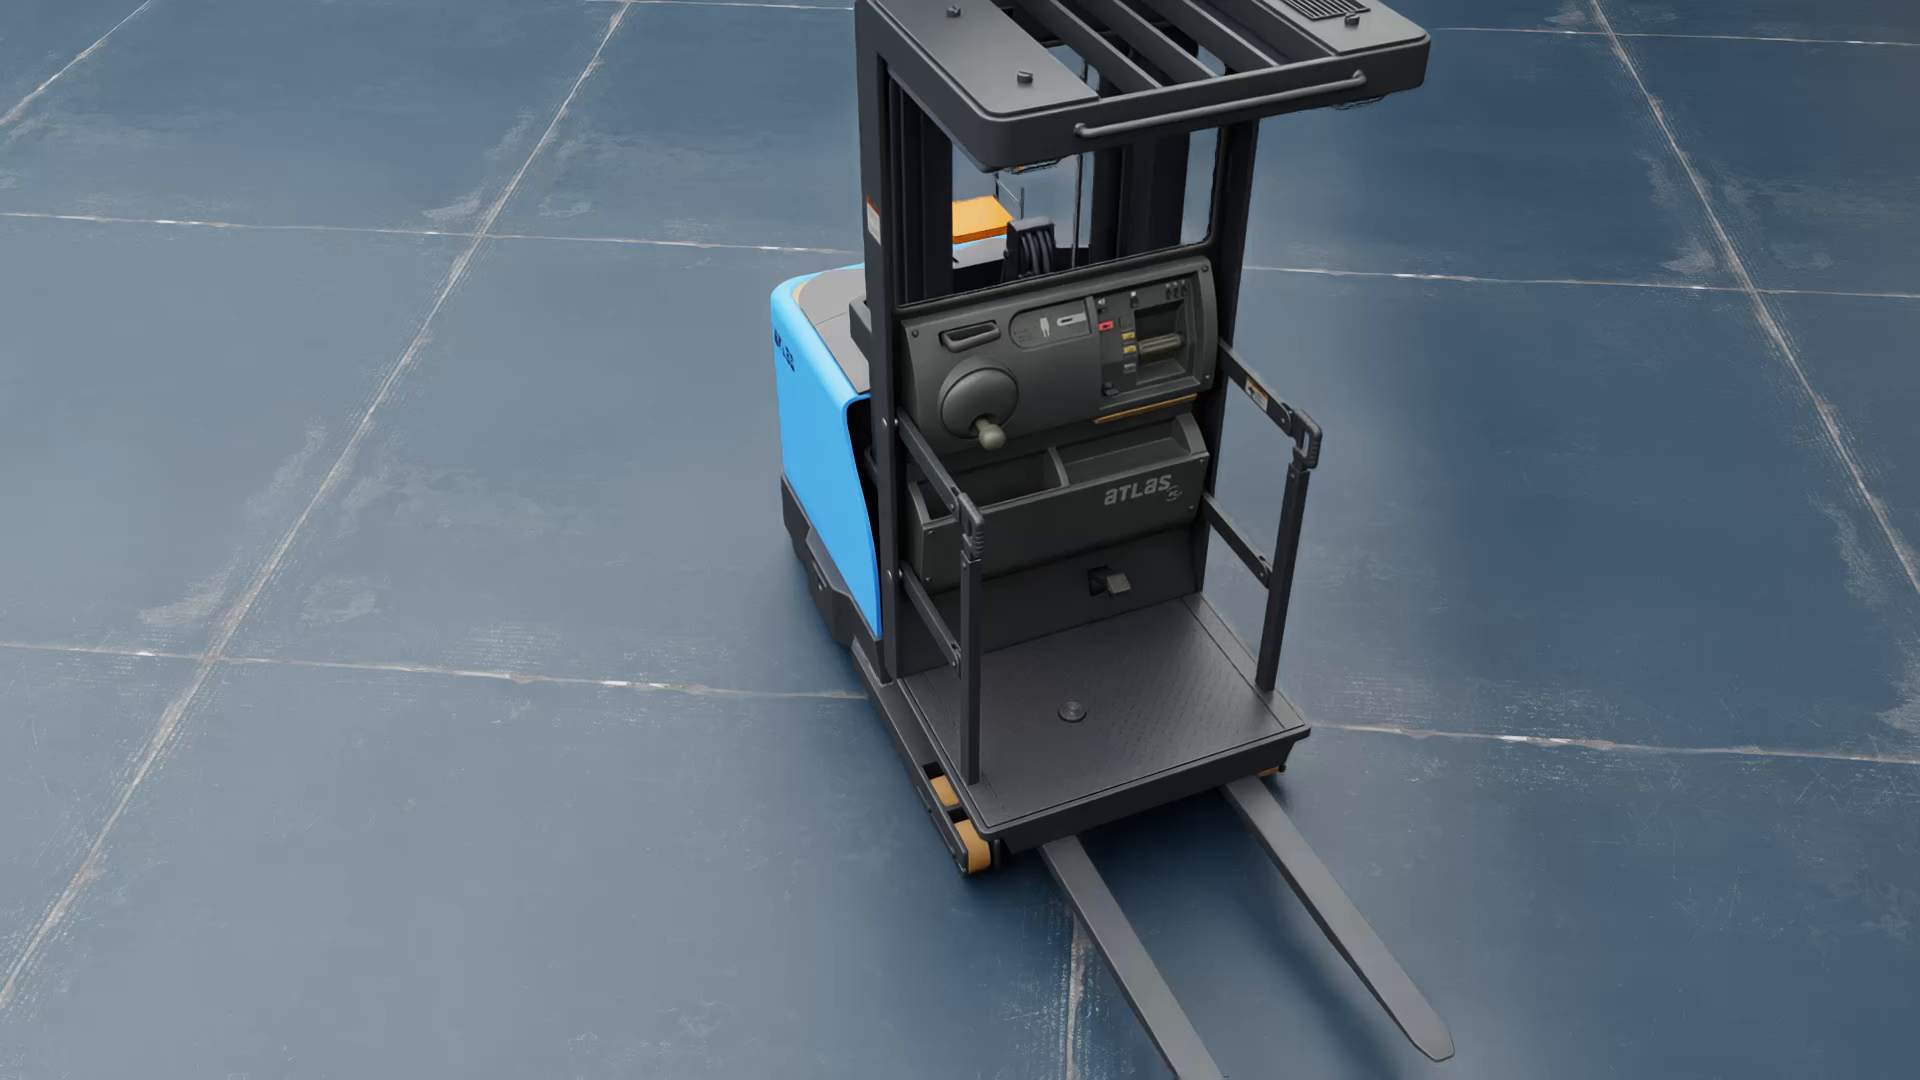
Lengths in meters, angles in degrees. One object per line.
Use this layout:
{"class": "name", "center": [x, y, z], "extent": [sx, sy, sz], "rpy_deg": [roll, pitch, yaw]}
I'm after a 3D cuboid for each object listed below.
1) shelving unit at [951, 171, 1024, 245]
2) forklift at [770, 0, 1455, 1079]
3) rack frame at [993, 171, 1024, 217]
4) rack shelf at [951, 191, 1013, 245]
{"class": "shelving unit", "center": [-0.049, -0.797, 6.277], "extent": [0.503, 1.200, 0.258], "rpy_deg": [-15, 41, -18]}
{"class": "forklift", "center": [0.380, -0.441, 4.470], "extent": [1.130, 2.935, 3.031], "rpy_deg": [-15, 41, -18]}
{"class": "rack frame", "center": [0.175, -0.857, 6.351], "extent": [0.015, 1.200, 0.240], "rpy_deg": [-15, 41, -18]}
{"class": "rack shelf", "center": [-0.051, -1.104, 6.031], "extent": [0.480, 0.148, 0.258], "rpy_deg": [-15, 41, -18]}
